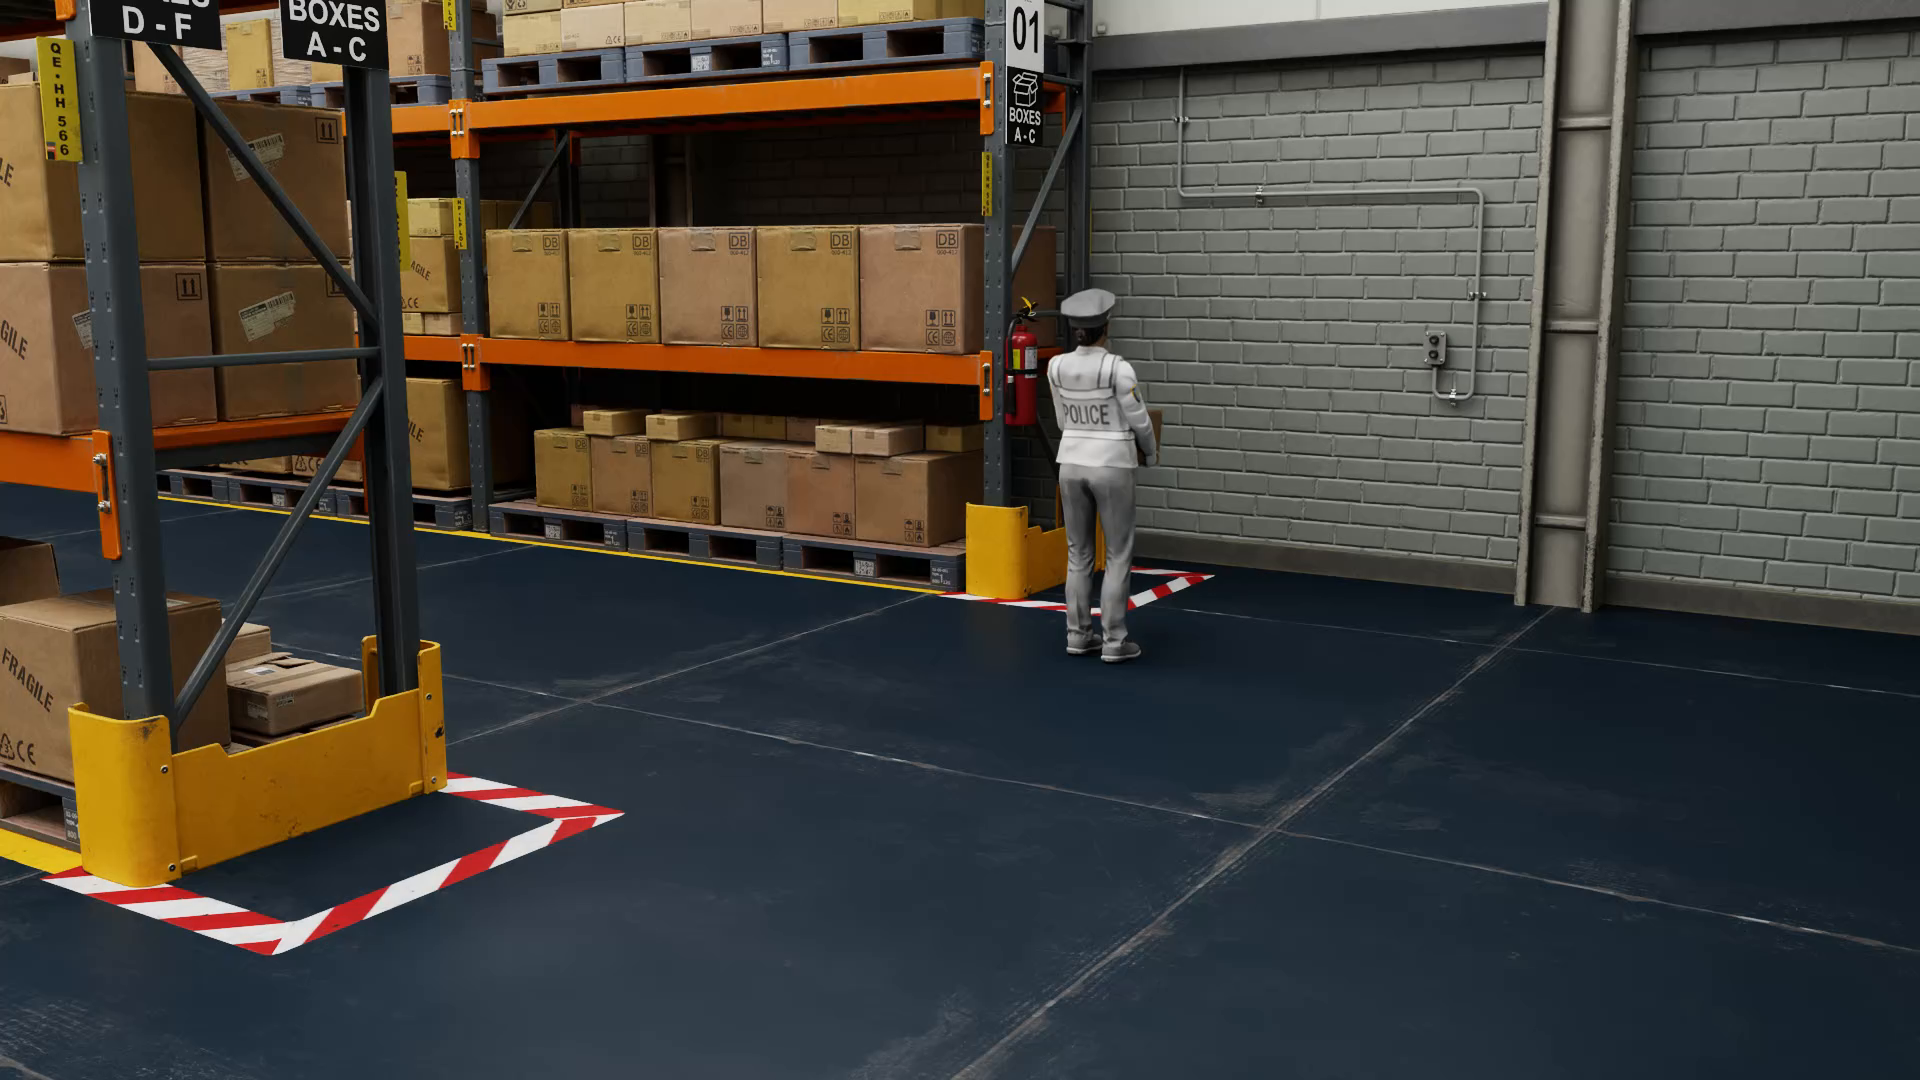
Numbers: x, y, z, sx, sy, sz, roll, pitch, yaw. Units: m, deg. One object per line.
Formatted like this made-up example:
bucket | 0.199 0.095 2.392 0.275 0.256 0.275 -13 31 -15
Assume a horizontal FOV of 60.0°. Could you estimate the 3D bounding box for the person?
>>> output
person | 0.664 -0.300 7.604 0.459 1.687 0.553 6 11 32
